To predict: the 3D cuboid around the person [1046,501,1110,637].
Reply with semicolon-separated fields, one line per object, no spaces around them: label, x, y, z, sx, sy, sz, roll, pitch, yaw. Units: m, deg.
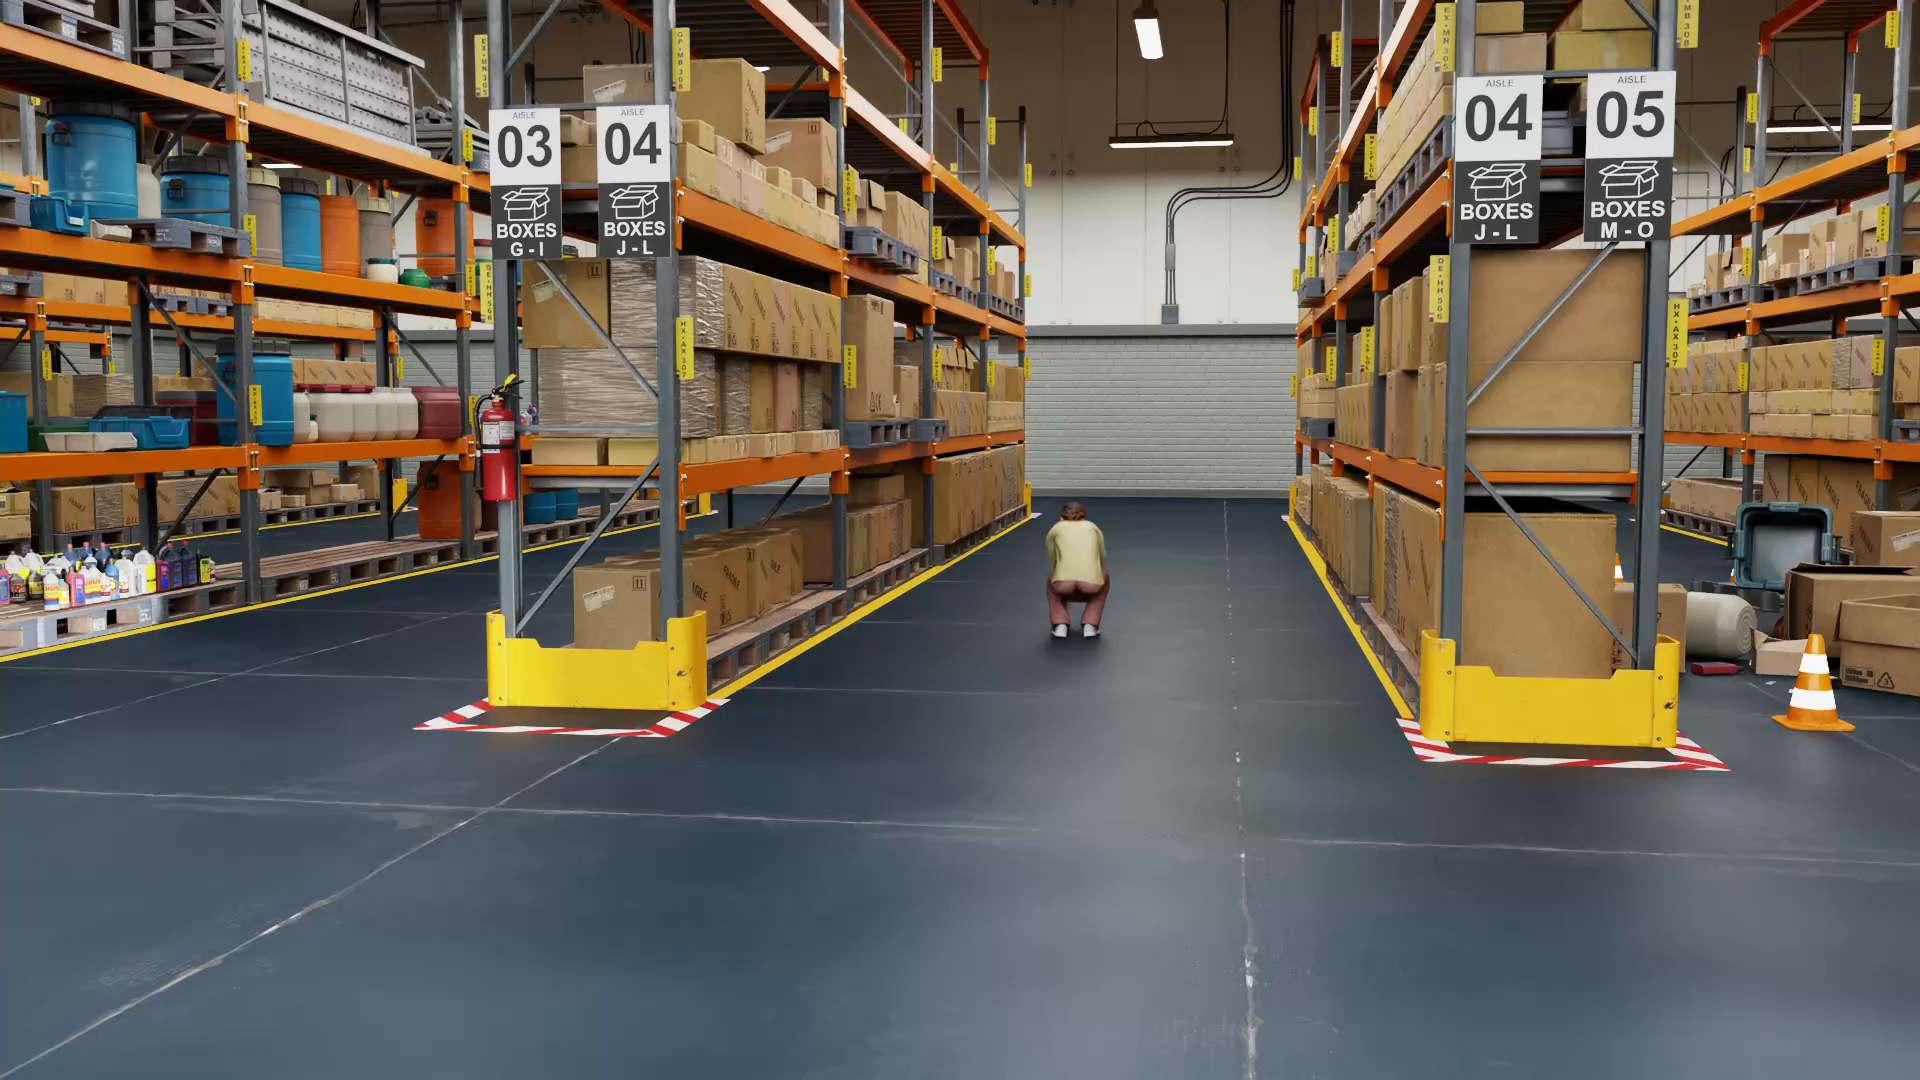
person;0.839;0.207;11.936;0.460;0.943;0.807;1;5;8
